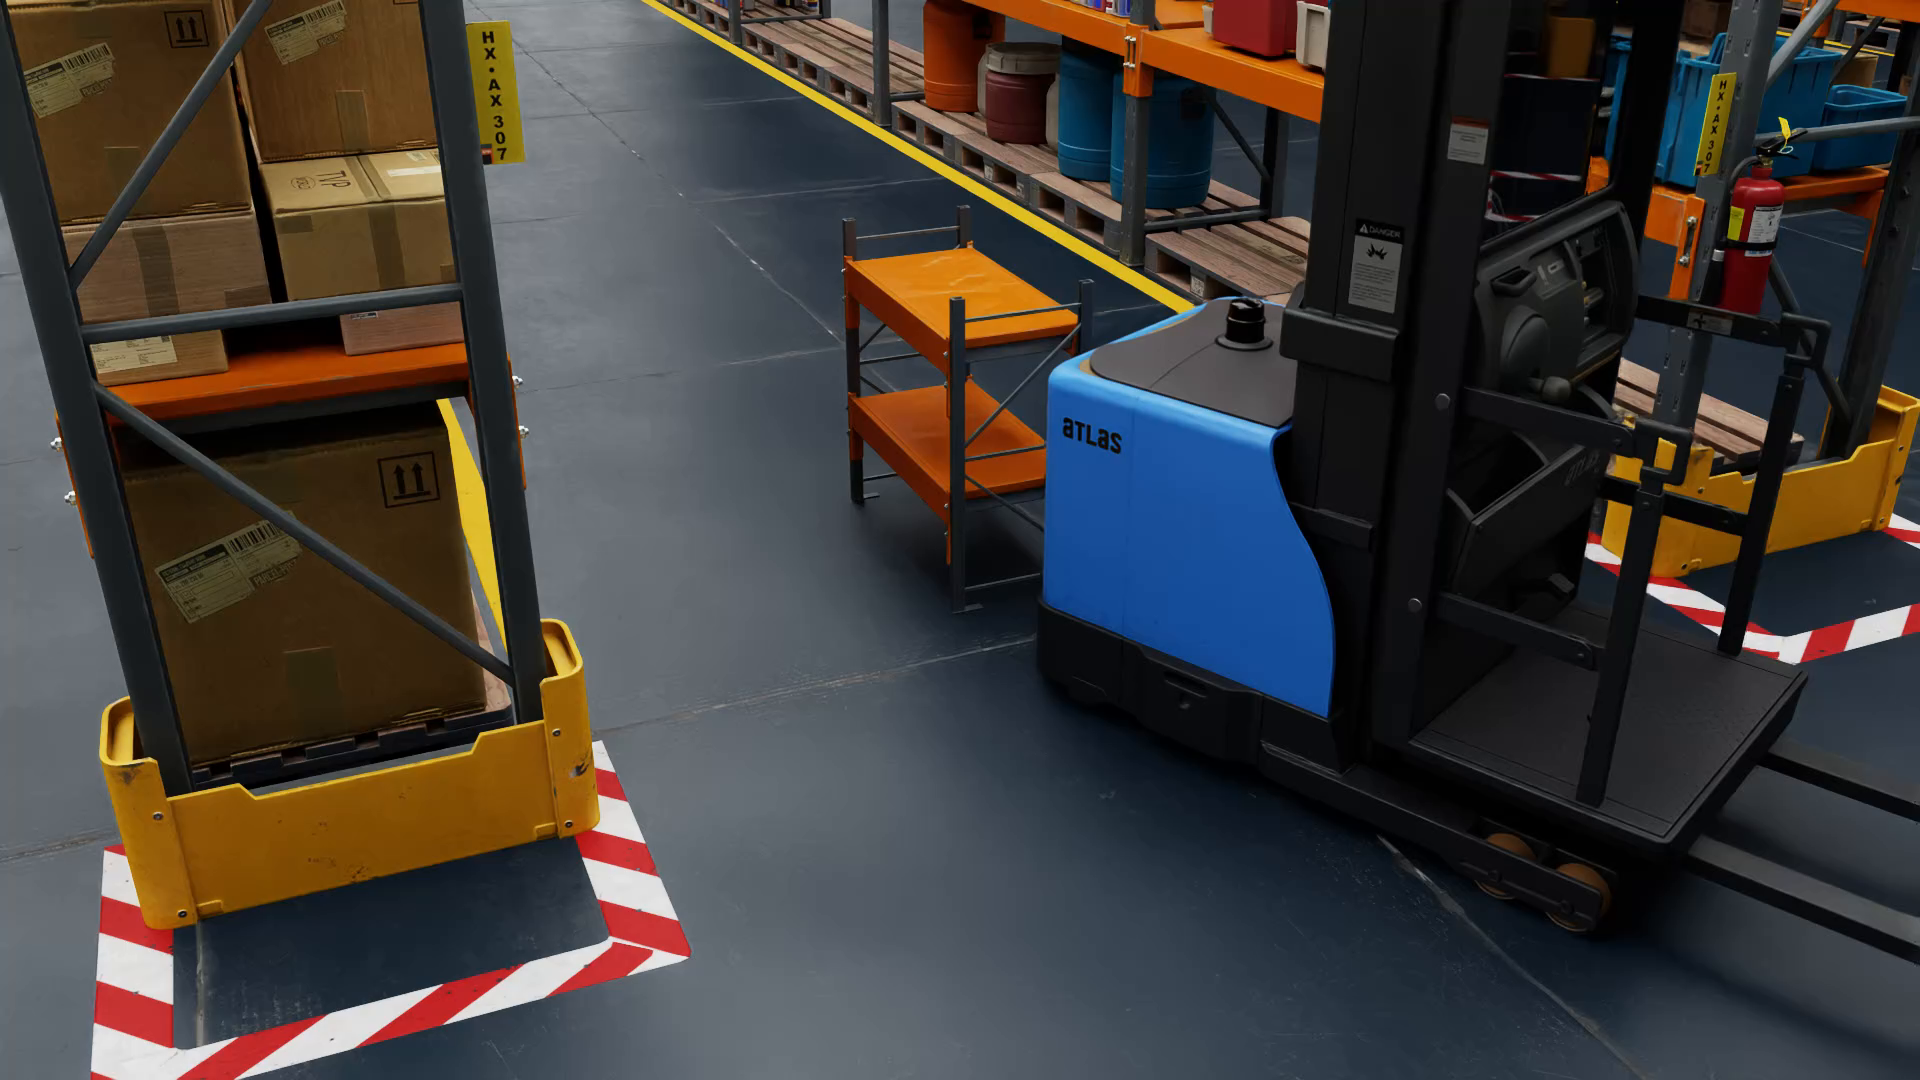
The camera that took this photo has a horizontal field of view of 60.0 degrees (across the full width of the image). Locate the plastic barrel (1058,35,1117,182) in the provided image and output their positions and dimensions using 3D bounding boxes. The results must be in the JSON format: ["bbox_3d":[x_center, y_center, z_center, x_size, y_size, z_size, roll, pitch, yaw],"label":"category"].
[{"bbox_3d":[0.916,-2.747,10.371,0.600,0.901,0.708,-11,28,-21],"label":"plastic barrel"}]

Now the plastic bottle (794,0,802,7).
[{"bbox_3d":[-1.615,-5.526,16.753,0.152,0.276,0.135,-10,28,-19],"label":"plastic bottle"}]

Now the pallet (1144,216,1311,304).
[{"bbox_3d":[1.715,-1.450,8.979,1.003,0.211,1.213,-11,28,-21],"label":"pallet"}]

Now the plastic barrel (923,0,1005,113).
[{"bbox_3d":[0.032,-3.627,12.254,0.600,0.830,0.708,-11,28,-21],"label":"plastic barrel"}]

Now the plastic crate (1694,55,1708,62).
[{"bbox_3d":[2.906,-1.752,6.542,0.416,0.233,0.300,-11,28,-21],"label":"plastic crate"}]

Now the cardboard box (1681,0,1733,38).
[{"bbox_3d":[5.593,-3.895,12.301,0.500,0.250,0.500,-11,28,-20],"label":"cardboard box"}]

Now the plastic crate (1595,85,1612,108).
[{"bbox_3d":[2.371,-1.704,6.554,0.396,0.136,0.243,-11,28,-21],"label":"plastic crate"}]

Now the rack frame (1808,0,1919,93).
[{"bbox_3d":[5.950,-3.843,10.701,1.000,3.000,0.127,-11,28,-21],"label":"rack frame"}]

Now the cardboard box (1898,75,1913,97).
[{"bbox_3d":[6.434,-2.736,10.782,0.500,0.500,0.500,-11,28,-21],"label":"cardboard box"}]

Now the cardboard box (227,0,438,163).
[{"bbox_3d":[-1.735,-1.373,4.619,0.500,0.500,0.500,-11,28,-22],"label":"cardboard box"}]

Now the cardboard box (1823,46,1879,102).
[{"bbox_3d":[5.985,-3.154,11.639,0.500,0.500,0.500,-12,28,-23],"label":"cardboard box"}]

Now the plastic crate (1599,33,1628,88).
[{"bbox_3d":[2.648,-2.018,7.086,0.416,0.233,0.300,-11,28,-21],"label":"plastic crate"}]

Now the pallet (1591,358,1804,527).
[{"bbox_3d":[2.670,-0.465,6.961,1.003,0.211,1.213,-11,28,-21],"label":"pallet"}]

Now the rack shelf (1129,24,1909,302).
[{"bbox_3d":[2.174,-1.862,7.466,1.077,0.370,4.000,-11,28,-21],"label":"rack shelf"}]

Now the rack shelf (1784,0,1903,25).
[{"bbox_3d":[5.167,-4.327,12.513,1.077,0.370,4.000,-11,28,-21],"label":"rack shelf"}]

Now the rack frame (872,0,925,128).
[{"bbox_3d":[-0.176,-4.608,12.269,1.000,3.000,0.127,-11,28,-21],"label":"rack frame"}]

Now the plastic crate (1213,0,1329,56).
[{"bbox_3d":[1.510,-2.645,8.108,0.402,0.464,0.583,-11,28,-21],"label":"plastic crate"}]

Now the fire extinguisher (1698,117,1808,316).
[{"bbox_3d":[2.598,-1.037,5.468,0.296,0.674,0.183,-11,28,-21],"label":"fire extinguisher"}]

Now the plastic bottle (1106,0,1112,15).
[{"bbox_3d":[0.868,-3.049,9.303,0.097,0.201,0.097,0,26,0],"label":"plastic bottle"}]

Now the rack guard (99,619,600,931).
[{"bbox_3d":[-1.591,0.606,4.440,1.175,0.500,0.348,-11,28,-21],"label":"rack guard"}]

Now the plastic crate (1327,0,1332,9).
[{"bbox_3d":[1.888,-2.883,8.686,0.392,0.384,0.575,-11,28,-21],"label":"plastic crate"}]

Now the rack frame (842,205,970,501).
[{"bbox_3d":[-0.196,-0.708,6.418,0.500,1.125,0.032,-11,28,-21],"label":"rack frame"}]

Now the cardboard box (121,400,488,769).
[{"bbox_3d":[-1.924,-0.006,4.786,0.875,0.875,0.875,-11,28,-21],"label":"cardboard box"}]

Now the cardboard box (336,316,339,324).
[{"bbox_3d":[-1.537,-0.718,4.587,0.380,0.149,0.250,-11,28,-21],"label":"cardboard box"}]

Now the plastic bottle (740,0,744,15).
[{"bbox_3d":[-2.171,-5.256,16.284,0.097,0.201,0.097,0,26,0],"label":"plastic bottle"}]

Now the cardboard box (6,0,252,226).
[{"bbox_3d":[-2.033,-1.082,4.024,0.500,0.500,0.500,-10,28,-20],"label":"cardboard box"}]

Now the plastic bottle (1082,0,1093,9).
[{"bbox_3d":[0.796,-3.188,9.503,0.152,0.276,0.135,-11,28,-21],"label":"plastic bottle"}]

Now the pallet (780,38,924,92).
[{"bbox_3d":[-0.917,-4.166,14.542,1.003,0.211,1.213,-11,28,-21],"label":"pallet"}]

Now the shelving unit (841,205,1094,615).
[{"bbox_3d":[0.003,-0.503,5.998,0.538,1.125,1.048,-11,28,-21],"label":"shelving unit"}]

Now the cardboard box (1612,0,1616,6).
[{"bbox_3d":[4.992,-4.510,13.560,0.500,0.250,0.500,-9,28,-19],"label":"cardboard box"}]

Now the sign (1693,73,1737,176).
[{"bbox_3d":[2.457,-1.351,5.411,0.100,0.325,0.005,-11,28,-21],"label":"sign"}]

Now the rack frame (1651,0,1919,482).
[{"bbox_3d":[2.957,-1.378,5.654,1.000,3.000,0.127,-11,28,-21],"label":"rack frame"}]

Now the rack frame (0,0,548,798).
[{"bbox_3d":[-1.600,-0.527,3.911,1.000,3.000,0.127,-11,28,-21],"label":"rack frame"}]

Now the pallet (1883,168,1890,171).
[{"bbox_3d":[6.218,-2.312,10.745,1.003,0.211,1.213,-11,28,-21],"label":"pallet"}]

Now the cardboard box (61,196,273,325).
[{"bbox_3d":[-2.034,-0.744,4.186,0.500,0.250,0.500,-11,28,-21],"label":"cardboard box"}]

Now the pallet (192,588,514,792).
[{"bbox_3d":[-1.985,0.417,5.156,1.003,0.211,1.213,-11,28,-21],"label":"pallet"}]

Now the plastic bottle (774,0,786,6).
[{"bbox_3d":[-1.809,-5.602,16.823,0.144,0.351,0.185,-11,28,-21],"label":"plastic bottle"}]

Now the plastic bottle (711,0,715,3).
[{"bbox_3d":[-2.461,-5.648,16.918,0.144,0.351,0.185,-11,28,-21],"label":"plastic bottle"}]

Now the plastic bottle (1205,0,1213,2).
[{"bbox_3d":[1.487,-3.293,9.723,0.097,0.271,0.097,0,26,0],"label":"plastic bottle"}]

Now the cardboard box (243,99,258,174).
[{"bbox_3d":[-1.943,-1.246,5.215,0.500,0.250,0.500,-12,28,-22],"label":"cardboard box"}]

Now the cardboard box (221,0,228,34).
[{"bbox_3d":[-3.510,-2.821,8.494,0.500,0.500,0.500,-11,28,-22],"label":"cardboard box"}]

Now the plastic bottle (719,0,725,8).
[{"bbox_3d":[-2.335,-5.518,16.650,0.144,0.351,0.185,-12,29,-23],"label":"plastic bottle"}]

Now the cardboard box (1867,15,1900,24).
[{"bbox_3d":[9.107,-5.213,15.480,0.750,0.750,0.750,-11,28,-21],"label":"cardboard box"}]

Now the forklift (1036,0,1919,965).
[{"bbox_3d":[1.681,-0.587,4.112,3.031,2.935,1.130,21,33,36],"label":"forklift"}]

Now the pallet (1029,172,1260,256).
[{"bbox_3d":[1.127,-2.059,10.226,1.003,0.211,1.213,-11,28,-21],"label":"pallet"}]

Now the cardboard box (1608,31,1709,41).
[{"bbox_3d":[5.111,-3.471,12.287,0.500,0.500,0.500,-10,28,-20],"label":"cardboard box"}]

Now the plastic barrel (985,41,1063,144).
[{"bbox_3d":[0.474,-3.062,11.373,0.600,0.588,0.708,-11,28,-21],"label":"plastic barrel"}]

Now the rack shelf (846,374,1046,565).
[{"bbox_3d":[0.003,-0.283,6.105,0.538,0.278,1.000,-11,28,-21],"label":"rack shelf"}]

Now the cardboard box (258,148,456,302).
[{"bbox_3d":[-1.540,-0.834,4.371,0.500,0.250,0.500,-11,28,-22],"label":"cardboard box"}]

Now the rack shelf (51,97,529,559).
[{"bbox_3d":[-2.383,-1.011,5.723,1.077,0.370,4.000,-11,28,-21],"label":"rack shelf"}]

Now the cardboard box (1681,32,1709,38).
[{"bbox_3d":[5.577,-3.571,12.492,0.500,0.500,0.500,-10,28,-20],"label":"cardboard box"}]

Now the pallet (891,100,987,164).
[{"bbox_3d":[0.171,-3.044,12.243,1.003,0.211,1.213,-11,28,-21],"label":"pallet"}]

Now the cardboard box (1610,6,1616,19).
[{"bbox_3d":[5.168,-3.986,13.342,0.500,0.500,0.500,-12,28,-22],"label":"cardboard box"}]

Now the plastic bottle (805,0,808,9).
[{"bbox_3d":[-1.503,-5.408,16.595,0.097,0.201,0.097,0,26,0],"label":"plastic bottle"}]

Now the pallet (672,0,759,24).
[{"bbox_3d":[-2.448,-5.741,17.768,1.003,0.211,1.213,-11,28,-21],"label":"pallet"}]

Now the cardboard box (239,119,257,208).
[{"bbox_3d":[-2.432,-1.154,5.026,0.500,0.250,0.500,-12,28,-22],"label":"cardboard box"}]
